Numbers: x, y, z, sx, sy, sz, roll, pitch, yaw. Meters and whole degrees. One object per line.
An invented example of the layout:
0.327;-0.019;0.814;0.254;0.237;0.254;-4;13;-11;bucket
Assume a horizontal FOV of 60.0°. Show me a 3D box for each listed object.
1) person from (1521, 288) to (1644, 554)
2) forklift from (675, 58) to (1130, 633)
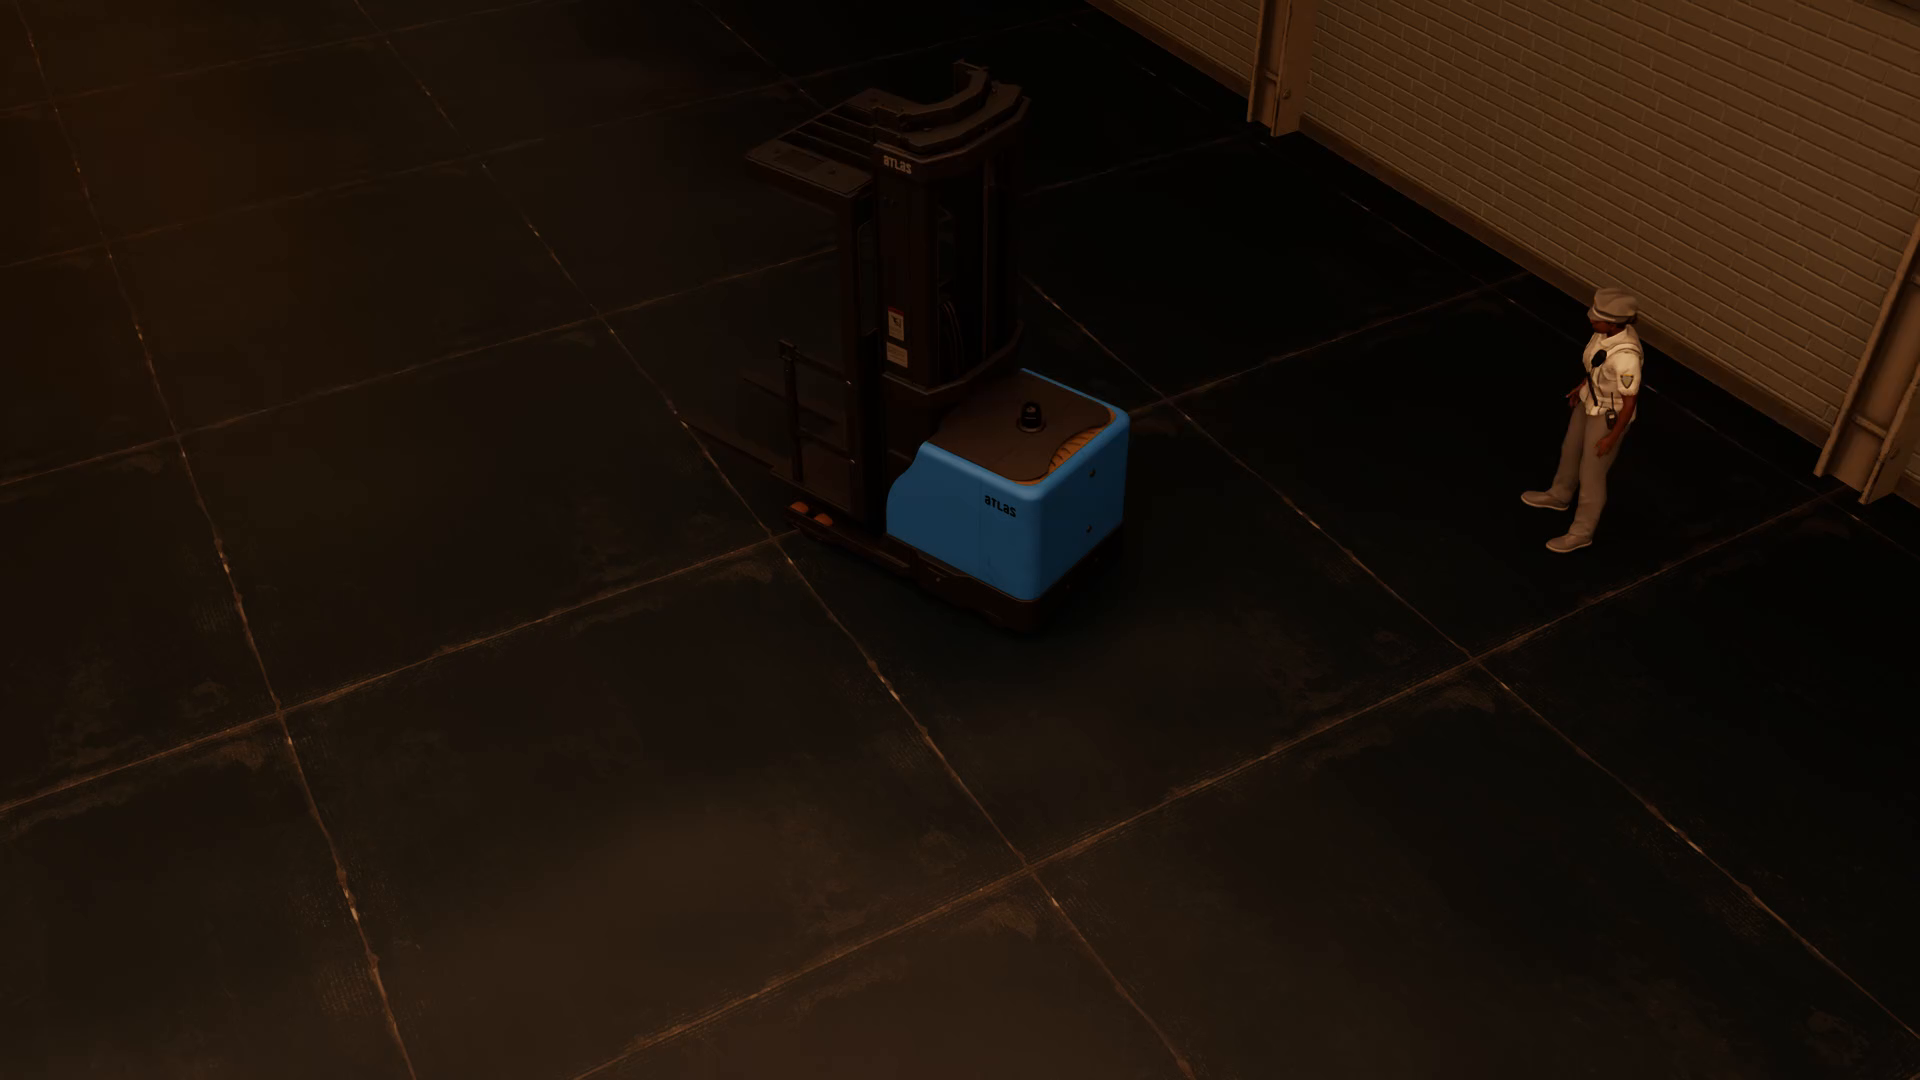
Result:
3.793;-0.736;9.924;0.427;1.666;0.599;2;40;2;person
-0.481;-1.366;9.683;3.031;2.935;1.130;26;46;28;forklift
